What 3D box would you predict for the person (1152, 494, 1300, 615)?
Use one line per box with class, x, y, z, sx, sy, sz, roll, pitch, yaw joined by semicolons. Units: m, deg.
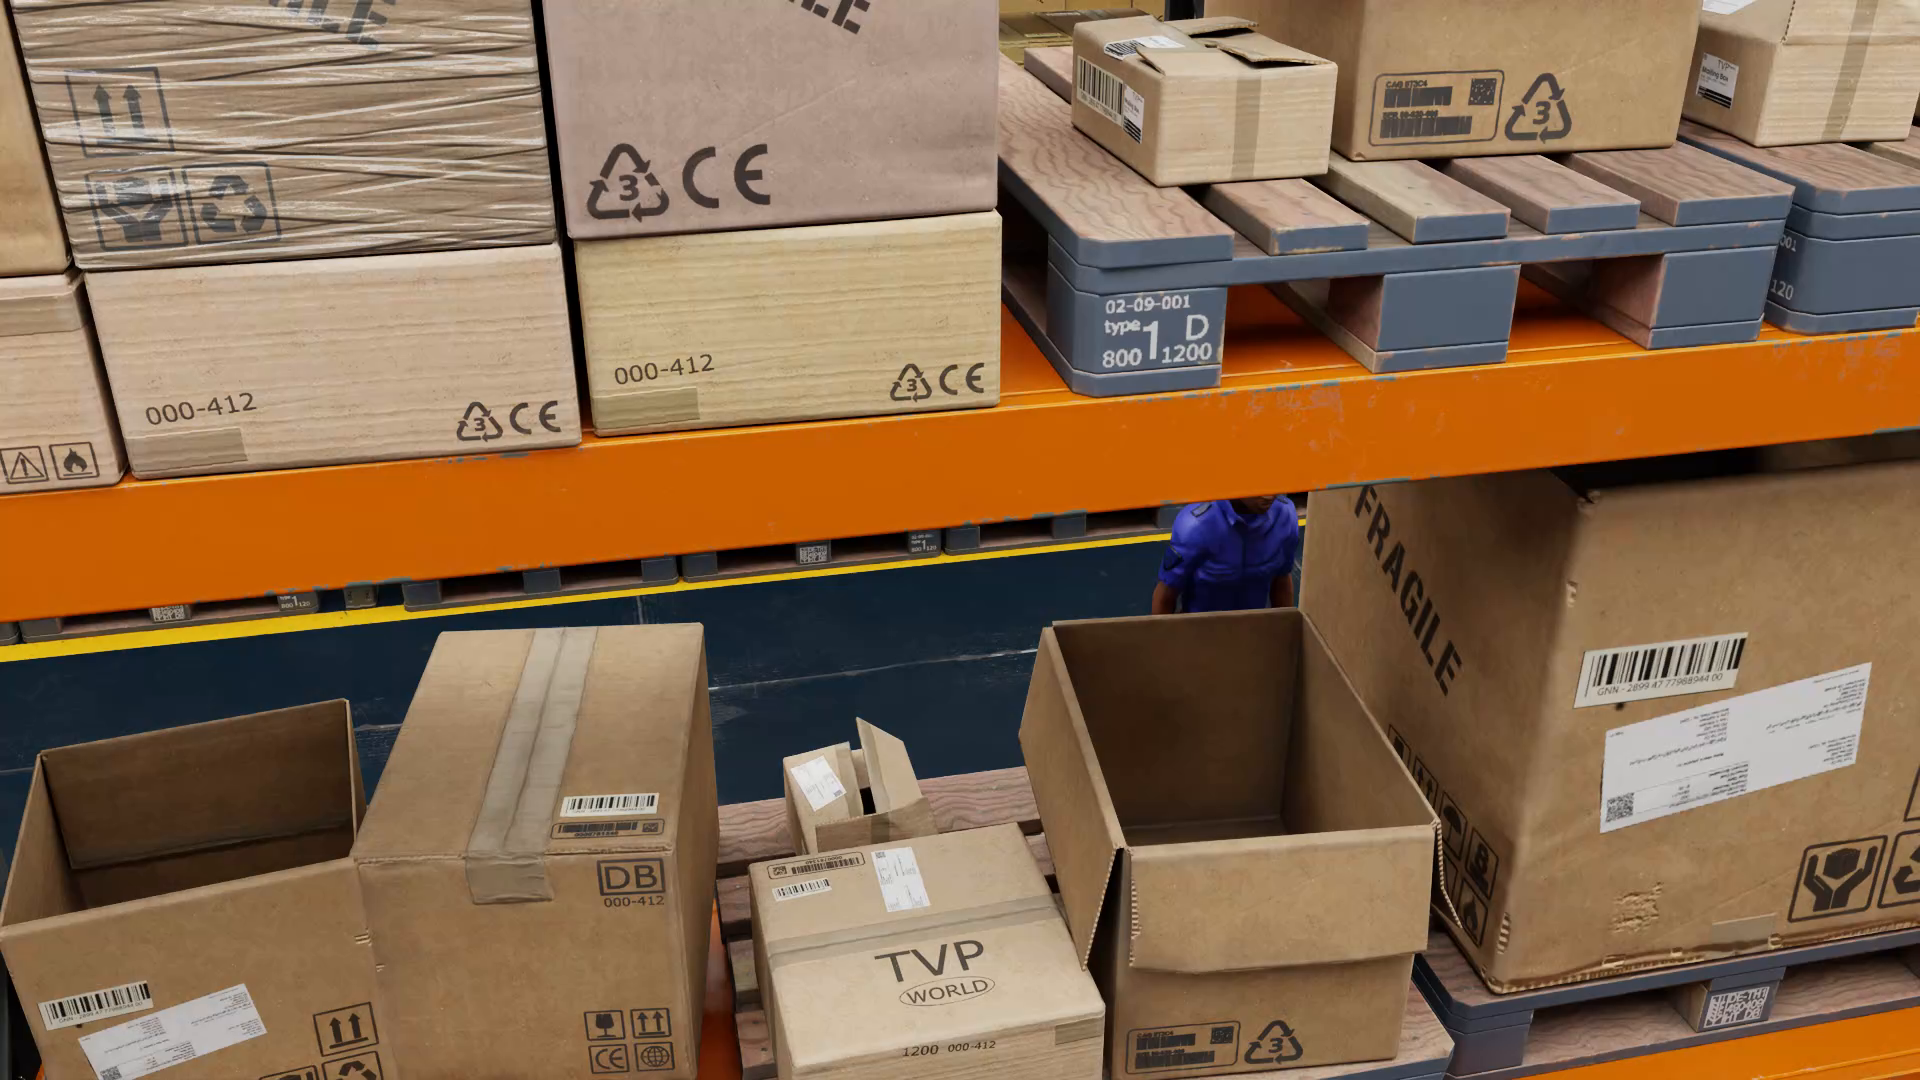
person;0.835;0.387;5.360;0.530;1.653;0.352;-8;28;-15
